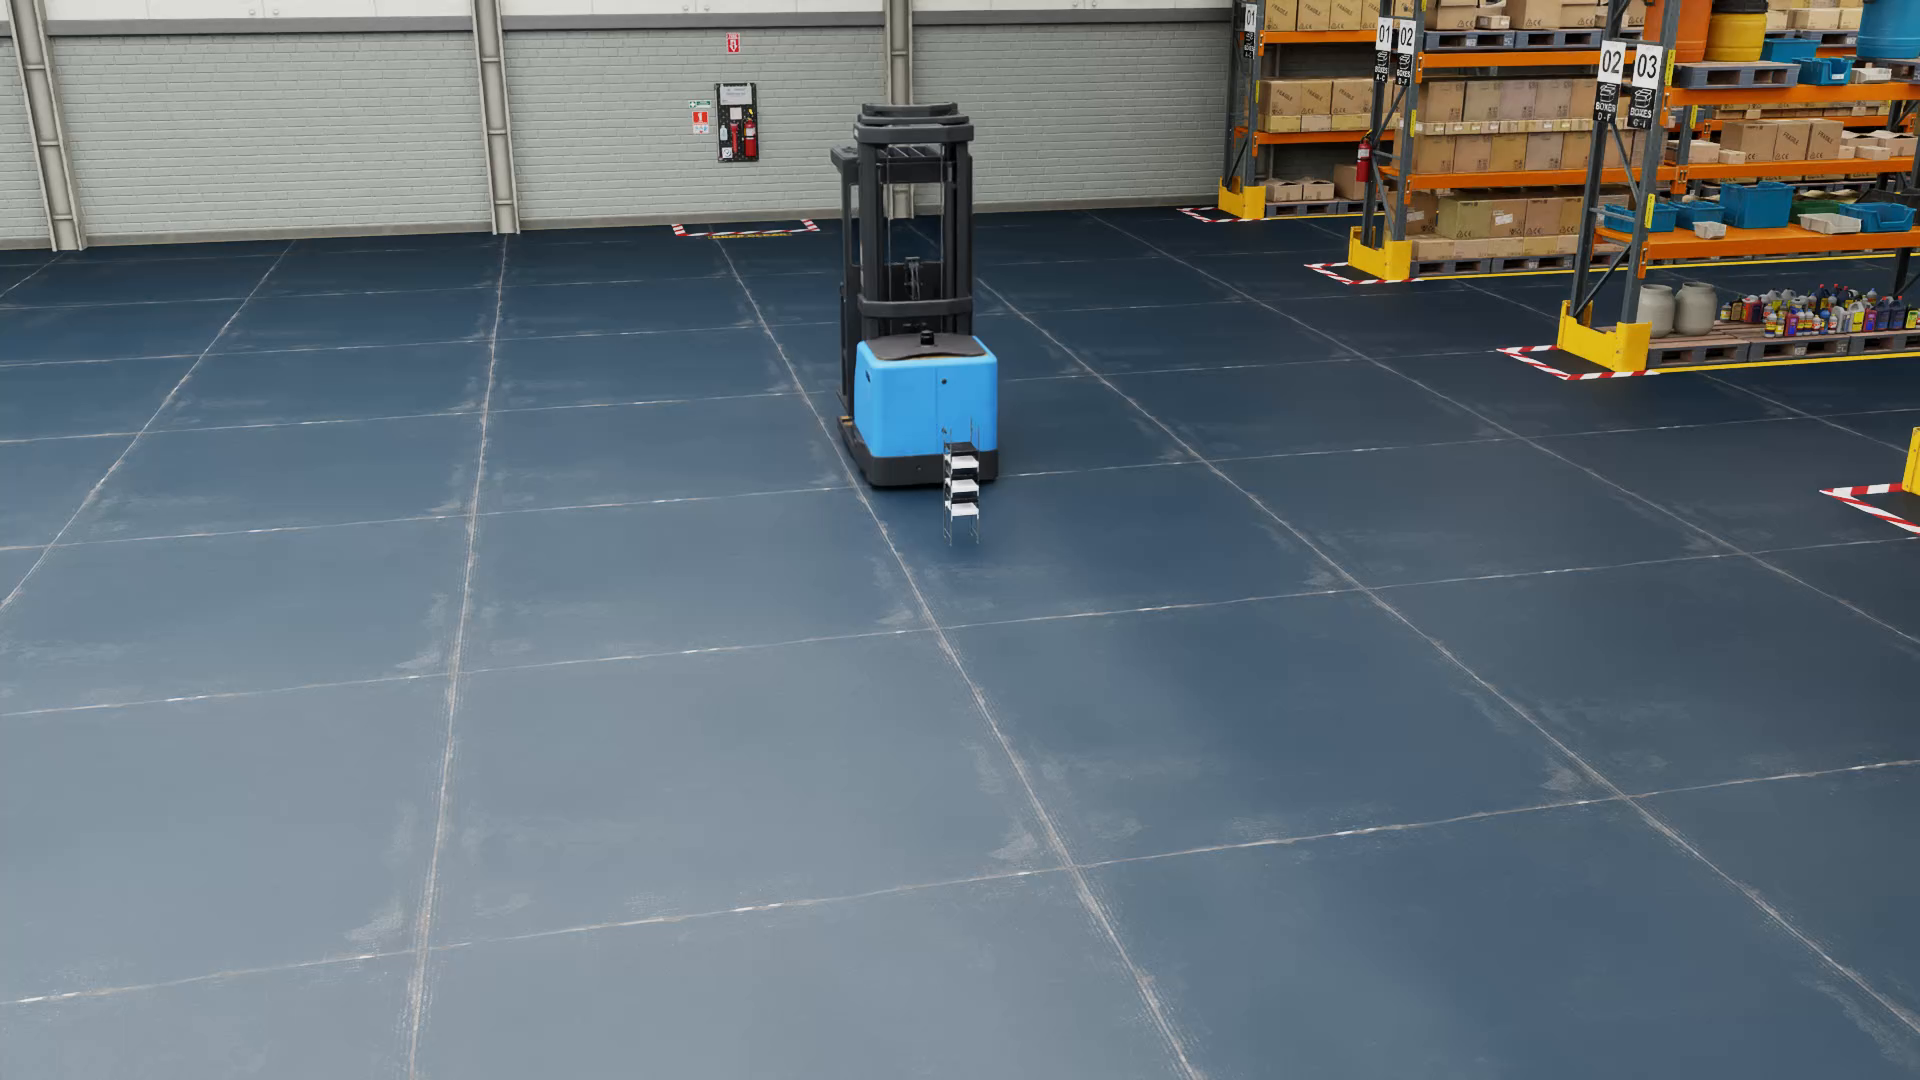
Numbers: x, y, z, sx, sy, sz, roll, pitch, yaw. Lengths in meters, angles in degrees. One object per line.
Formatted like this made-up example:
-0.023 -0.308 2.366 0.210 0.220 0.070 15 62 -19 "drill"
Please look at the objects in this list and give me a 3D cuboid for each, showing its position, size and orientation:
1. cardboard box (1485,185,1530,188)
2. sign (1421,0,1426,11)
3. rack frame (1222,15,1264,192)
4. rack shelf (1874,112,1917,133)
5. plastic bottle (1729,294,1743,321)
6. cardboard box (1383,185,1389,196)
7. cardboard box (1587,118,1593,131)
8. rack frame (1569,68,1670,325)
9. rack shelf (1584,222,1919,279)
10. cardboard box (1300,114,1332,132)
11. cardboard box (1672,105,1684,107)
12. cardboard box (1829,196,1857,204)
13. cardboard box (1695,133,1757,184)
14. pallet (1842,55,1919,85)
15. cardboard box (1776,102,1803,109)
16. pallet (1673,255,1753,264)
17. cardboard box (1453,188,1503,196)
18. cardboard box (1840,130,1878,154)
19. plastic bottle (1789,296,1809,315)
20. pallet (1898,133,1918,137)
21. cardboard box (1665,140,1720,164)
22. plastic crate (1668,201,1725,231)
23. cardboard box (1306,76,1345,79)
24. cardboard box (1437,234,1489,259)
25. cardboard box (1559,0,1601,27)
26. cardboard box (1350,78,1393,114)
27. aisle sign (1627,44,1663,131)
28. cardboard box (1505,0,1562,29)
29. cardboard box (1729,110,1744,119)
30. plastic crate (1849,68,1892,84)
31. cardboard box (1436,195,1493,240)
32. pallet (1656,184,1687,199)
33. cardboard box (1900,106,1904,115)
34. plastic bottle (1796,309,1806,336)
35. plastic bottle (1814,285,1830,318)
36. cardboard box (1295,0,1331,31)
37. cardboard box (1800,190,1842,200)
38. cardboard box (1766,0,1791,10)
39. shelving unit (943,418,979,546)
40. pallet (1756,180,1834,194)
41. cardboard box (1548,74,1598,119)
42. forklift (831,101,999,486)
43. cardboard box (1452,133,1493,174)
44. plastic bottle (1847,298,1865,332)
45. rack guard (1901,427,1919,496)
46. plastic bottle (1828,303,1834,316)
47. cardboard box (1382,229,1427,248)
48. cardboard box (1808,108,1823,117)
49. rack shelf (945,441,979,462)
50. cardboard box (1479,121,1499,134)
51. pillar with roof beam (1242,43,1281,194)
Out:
9.016 -6.035 27.424 0.500 0.500 0.700 -4 20 -11 "cardboard box"
5.676 -6.634 20.317 0.005 0.325 0.100 -5 21 -12 "sign"
4.411 -6.622 26.031 0.127 3.000 1.000 -5 21 -12 "rack frame"
18.035 -7.392 29.180 4.000 0.370 1.077 -5 21 -12 "rack shelf"
8.486 -2.544 18.209 0.133 0.283 0.061 -4 21 -11 "plastic bottle"
6.742 -5.687 26.983 0.250 0.149 0.380 -6 21 -17 "cardboard box"
8.241 -5.459 21.768 0.250 0.149 0.380 -5 21 -13 "cardboard box"
6.690 -3.306 16.978 0.127 3.000 1.000 -5 21 -12 "rack frame"
8.637 -3.126 17.534 4.000 0.370 1.077 -5 21 -12 "rack shelf"
5.461 -6.539 25.994 0.500 0.250 0.500 -5 21 -14 "cardboard box"
11.741 -7.468 27.556 0.500 0.500 0.700 -7 21 -19 "cardboard box"
12.382 -4.599 23.081 0.500 0.311 0.500 -5 21 -13 "cardboard box"
12.942 -6.457 28.096 0.750 0.750 0.750 -5 21 -13 "cardboard box"
9.903 -4.852 17.114 1.003 0.211 1.213 -5 21 -12 "pallet"
13.722 -7.481 27.770 0.500 0.500 0.500 -5 21 -13 "cardboard box"
10.155 -4.043 23.044 1.213 0.211 1.003 -5 21 -12 "pallet"
6.977 -4.448 22.394 0.500 0.500 0.500 -5 21 -12 "cardboard box"
12.424 -5.549 23.233 0.500 0.311 0.500 -5 21 -13 "cardboard box"
9.163 -2.529 18.177 0.135 0.276 0.152 -5 21 -12 "plastic bottle"
13.983 -5.584 23.477 1.003 0.211 1.213 -5 21 -12 "pallet"
9.916 -5.264 22.541 0.500 0.250 0.500 -3 20 -9 "cardboard box"
7.742 -3.425 17.520 0.408 0.251 0.499 -5 21 -12 "plastic crate"
5.815 -7.100 26.436 0.500 0.500 0.500 -5 21 -14 "cardboard box"
6.613 -3.879 21.930 0.500 0.250 0.500 -5 21 -12 "cardboard box"
7.815 -6.912 21.499 0.637 0.503 0.797 -2 20 -6 "cardboard box"
6.431 -6.970 26.079 0.500 0.500 0.500 -4 20 -11 "cardboard box"
6.688 -4.423 16.248 0.004 0.787 0.394 -5 21 -12 "aisle sign"
7.233 -6.722 20.985 0.500 0.500 0.500 -5 21 -12 "cardboard box"
12.817 -7.112 27.705 0.250 0.149 0.380 -4 21 -12 "cardboard box"
9.114 -4.645 16.655 0.396 0.136 0.243 -5 21 -12 "plastic crate"
6.613 -4.230 21.799 0.500 0.500 0.500 -5 21 -12 "cardboard box"
11.435 -5.884 28.072 1.213 0.211 1.003 -5 21 -12 "pallet"
15.825 -7.342 28.332 0.250 0.149 0.380 -4 21 -12 "cardboard box"
8.860 -2.298 17.553 0.097 0.271 0.097 0 20 0 "plastic bottle"
9.518 -2.645 18.386 0.185 0.351 0.144 -6 21 -15 "plastic bottle"
5.324 -8.060 25.422 0.500 0.500 0.500 -3 20 -9 "cardboard box"
12.253 -4.779 23.572 0.500 0.311 0.500 -5 21 -14 "cardboard box"
10.605 -7.256 21.919 0.500 0.500 0.500 -3 20 -7 "cardboard box"
0.008 -0.423 12.162 0.210 0.900 0.258 -5 21 -12 "shelving unit"
14.165 -6.078 28.601 1.213 0.211 1.003 -5 21 -12 "pallet"
8.037 -5.820 21.809 0.500 0.500 0.700 -5 21 -12 "cardboard box"
-0.488 -2.277 14.270 1.130 2.935 3.031 -4 21 -11 "forklift"
6.521 -5.087 21.695 0.500 0.500 0.700 -4 21 -11 "cardboard box"
9.522 -2.397 17.708 0.185 0.351 0.144 -5 21 -13 "plastic bottle"
7.904 -0.480 12.898 0.348 0.500 1.175 -5 21 -12 "rack guard"
9.337 -2.389 17.786 0.133 0.283 0.061 -5 21 -12 "plastic bottle"
6.008 -4.011 22.292 0.500 0.250 0.500 -5 21 -12 "cardboard box"
14.317 -7.239 28.050 0.250 0.149 0.380 -4 20 -11 "cardboard box"
0.008 -0.645 12.080 0.200 0.077 0.258 -5 21 -12 "rack shelf"
6.731 -5.335 21.429 0.250 0.149 0.380 -5 21 -13 "cardboard box"
5.883 -8.343 22.007 0.400 9.000 9.100 -5 21 -12 "pillar with roof beam"
